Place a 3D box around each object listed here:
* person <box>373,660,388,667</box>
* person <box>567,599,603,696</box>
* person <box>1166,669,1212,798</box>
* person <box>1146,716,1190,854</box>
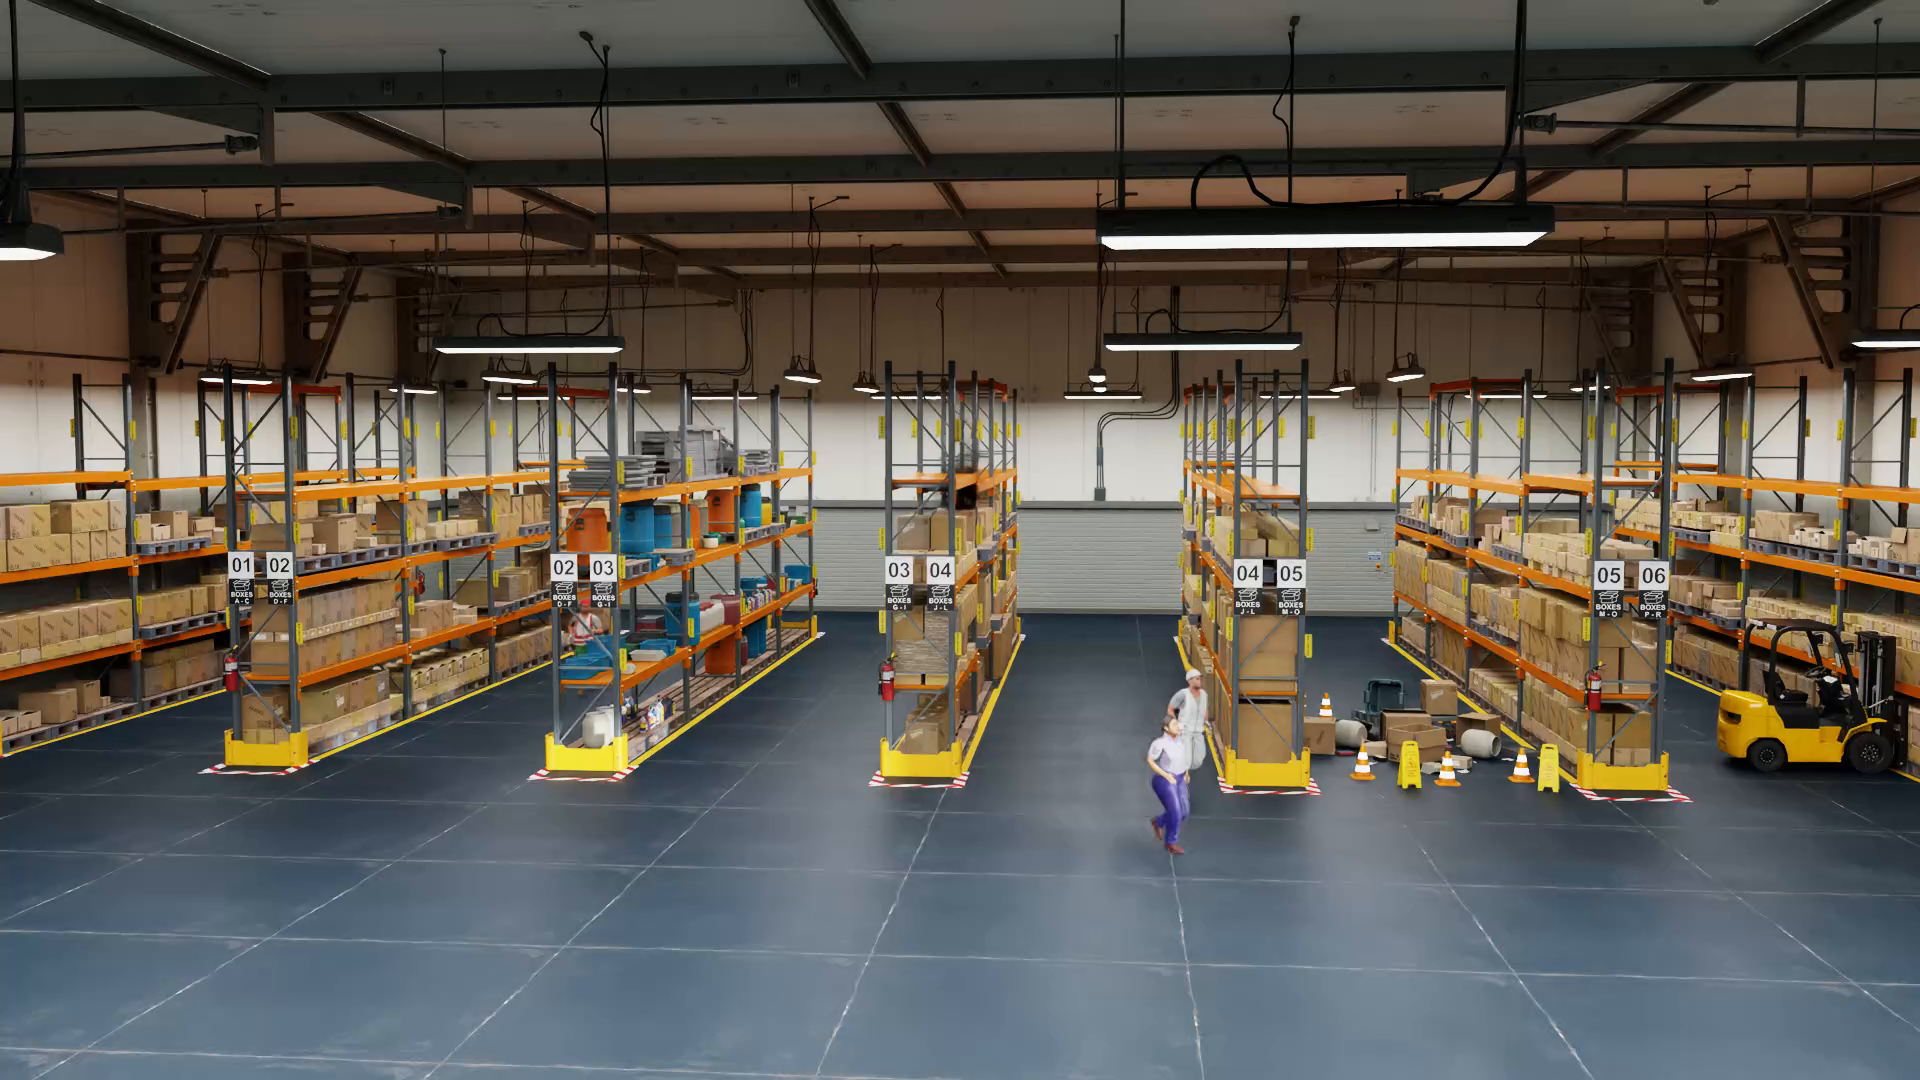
[{"bbox_3d":[-11.314,2.030,32.627,0.663,1.697,0.733,0,4,0],"label":"person"},{"bbox_3d":[-7.107,2.004,31.527,0.662,1.773,1.002,0,4,-7],"label":"person"},{"bbox_3d":[3.164,2.644,22.919,0.700,1.748,0.596,-2,4,-23],"label":"person"},{"bbox_3d":[2.458,2.898,19.826,0.561,1.621,0.614,4,5,43],"label":"person"}]
